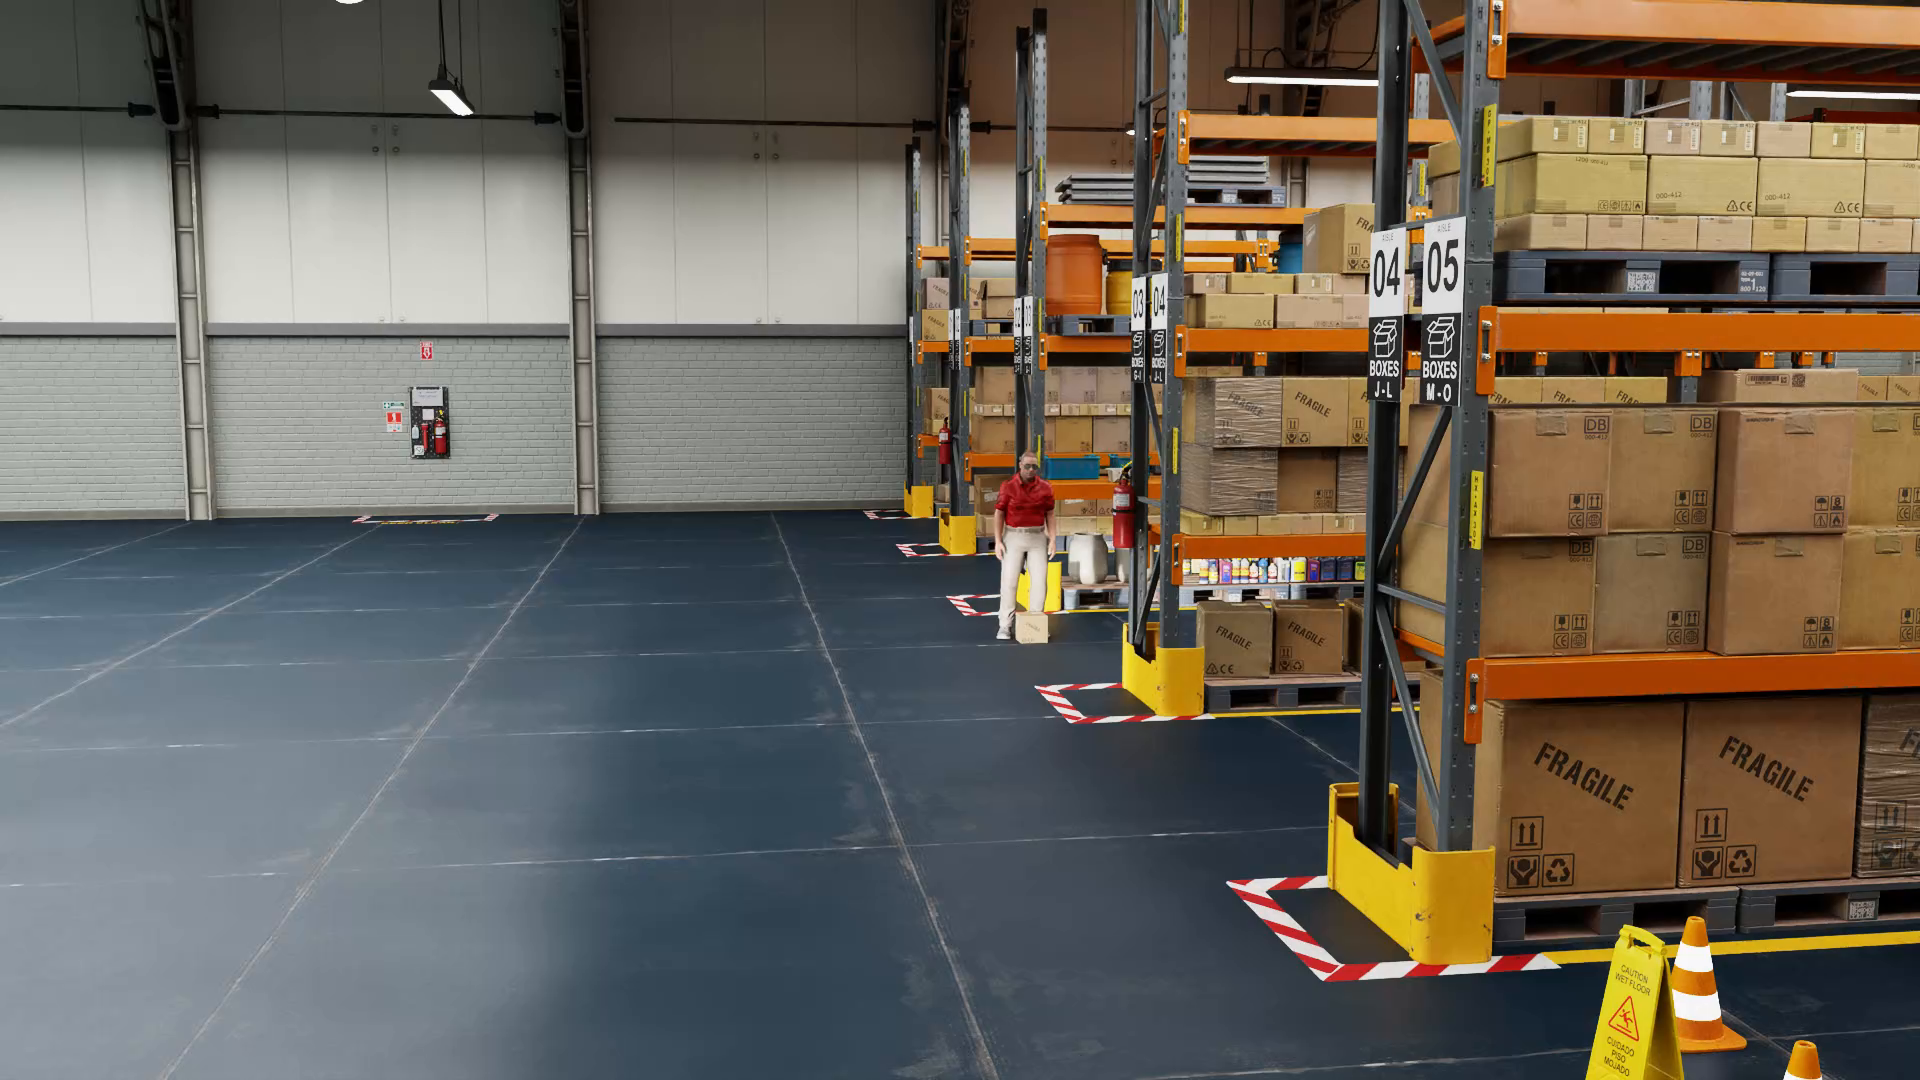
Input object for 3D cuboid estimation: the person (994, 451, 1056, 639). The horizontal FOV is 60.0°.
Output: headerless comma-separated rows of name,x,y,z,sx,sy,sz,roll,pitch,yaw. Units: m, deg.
person,0.607,0.040,15.417,0.587,1.727,0.394,-1,7,-8
